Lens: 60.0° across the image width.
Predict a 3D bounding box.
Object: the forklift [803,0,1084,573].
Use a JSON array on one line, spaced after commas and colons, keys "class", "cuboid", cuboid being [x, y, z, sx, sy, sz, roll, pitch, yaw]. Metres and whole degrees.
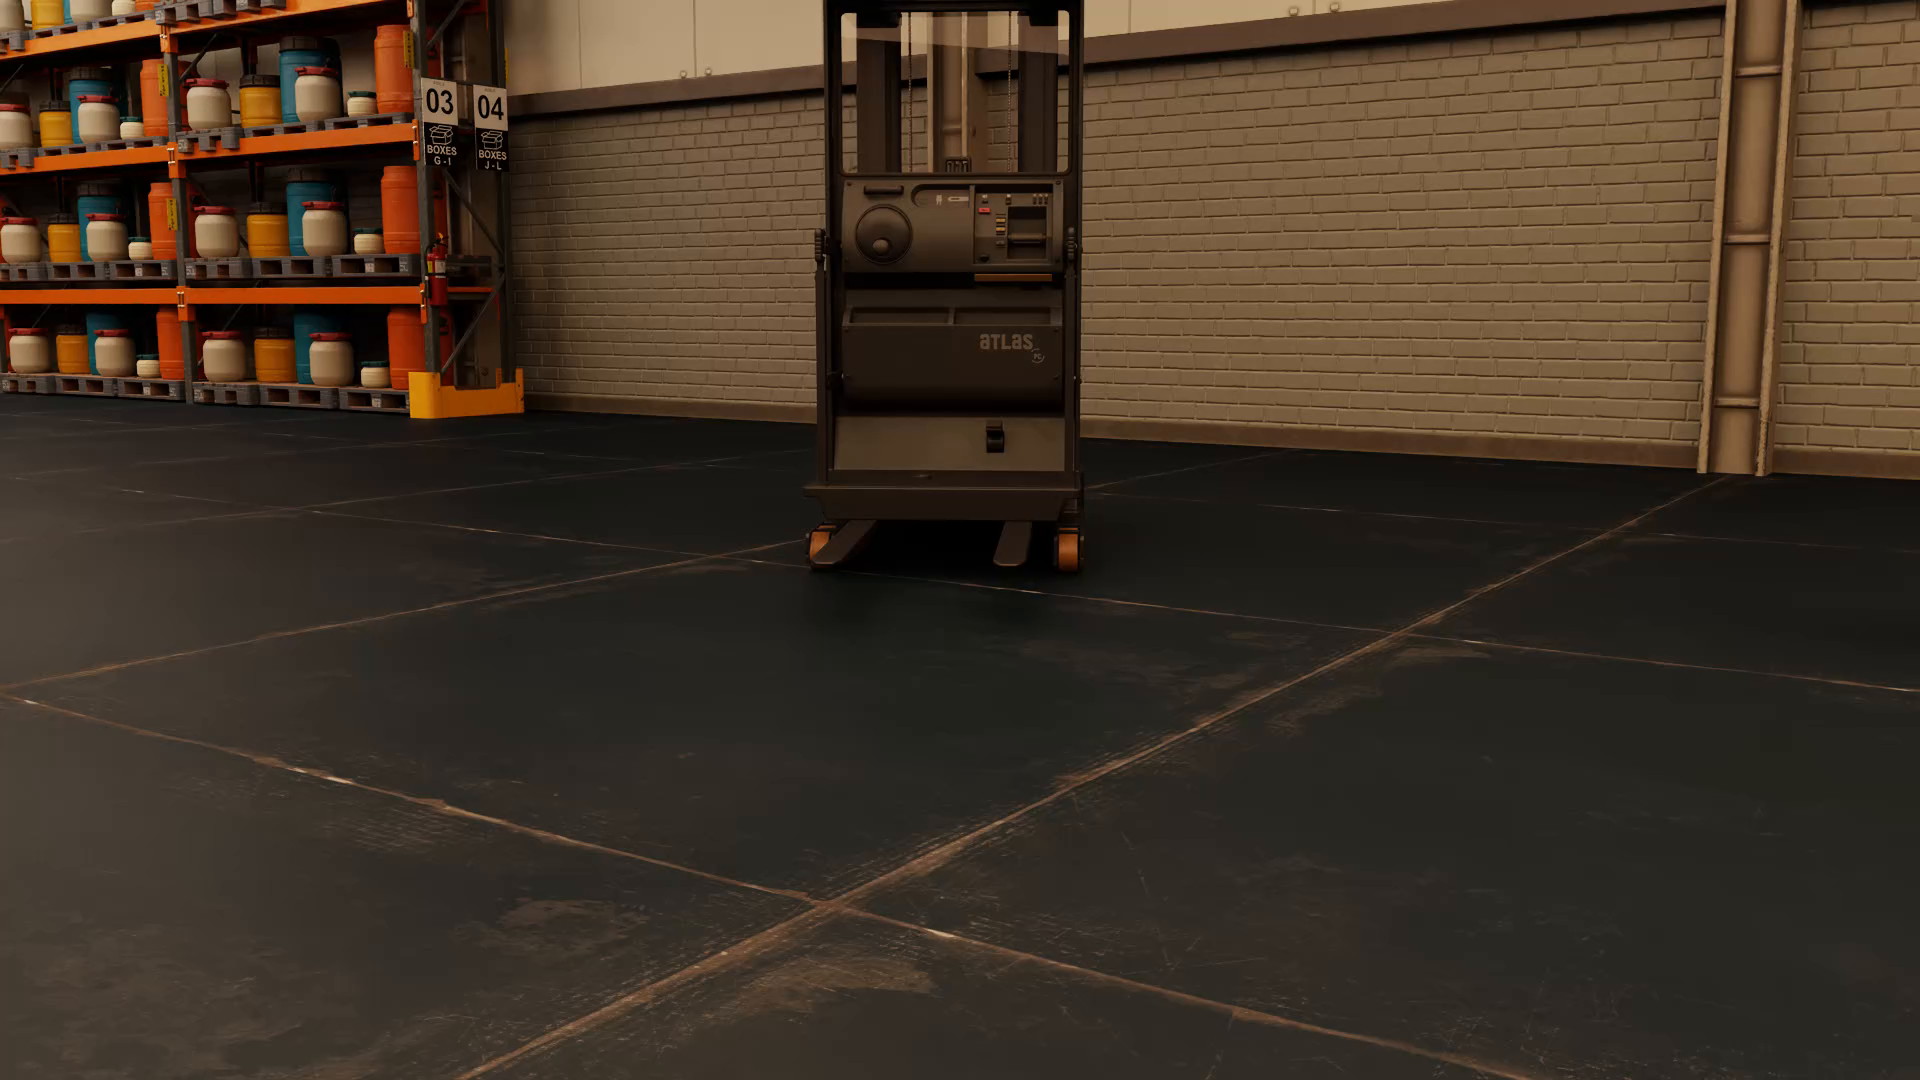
[{"class": "forklift", "cuboid": [-0.042, -1.363, 6.781, 1.130, 2.935, 3.031, 1, 8, 4]}]
